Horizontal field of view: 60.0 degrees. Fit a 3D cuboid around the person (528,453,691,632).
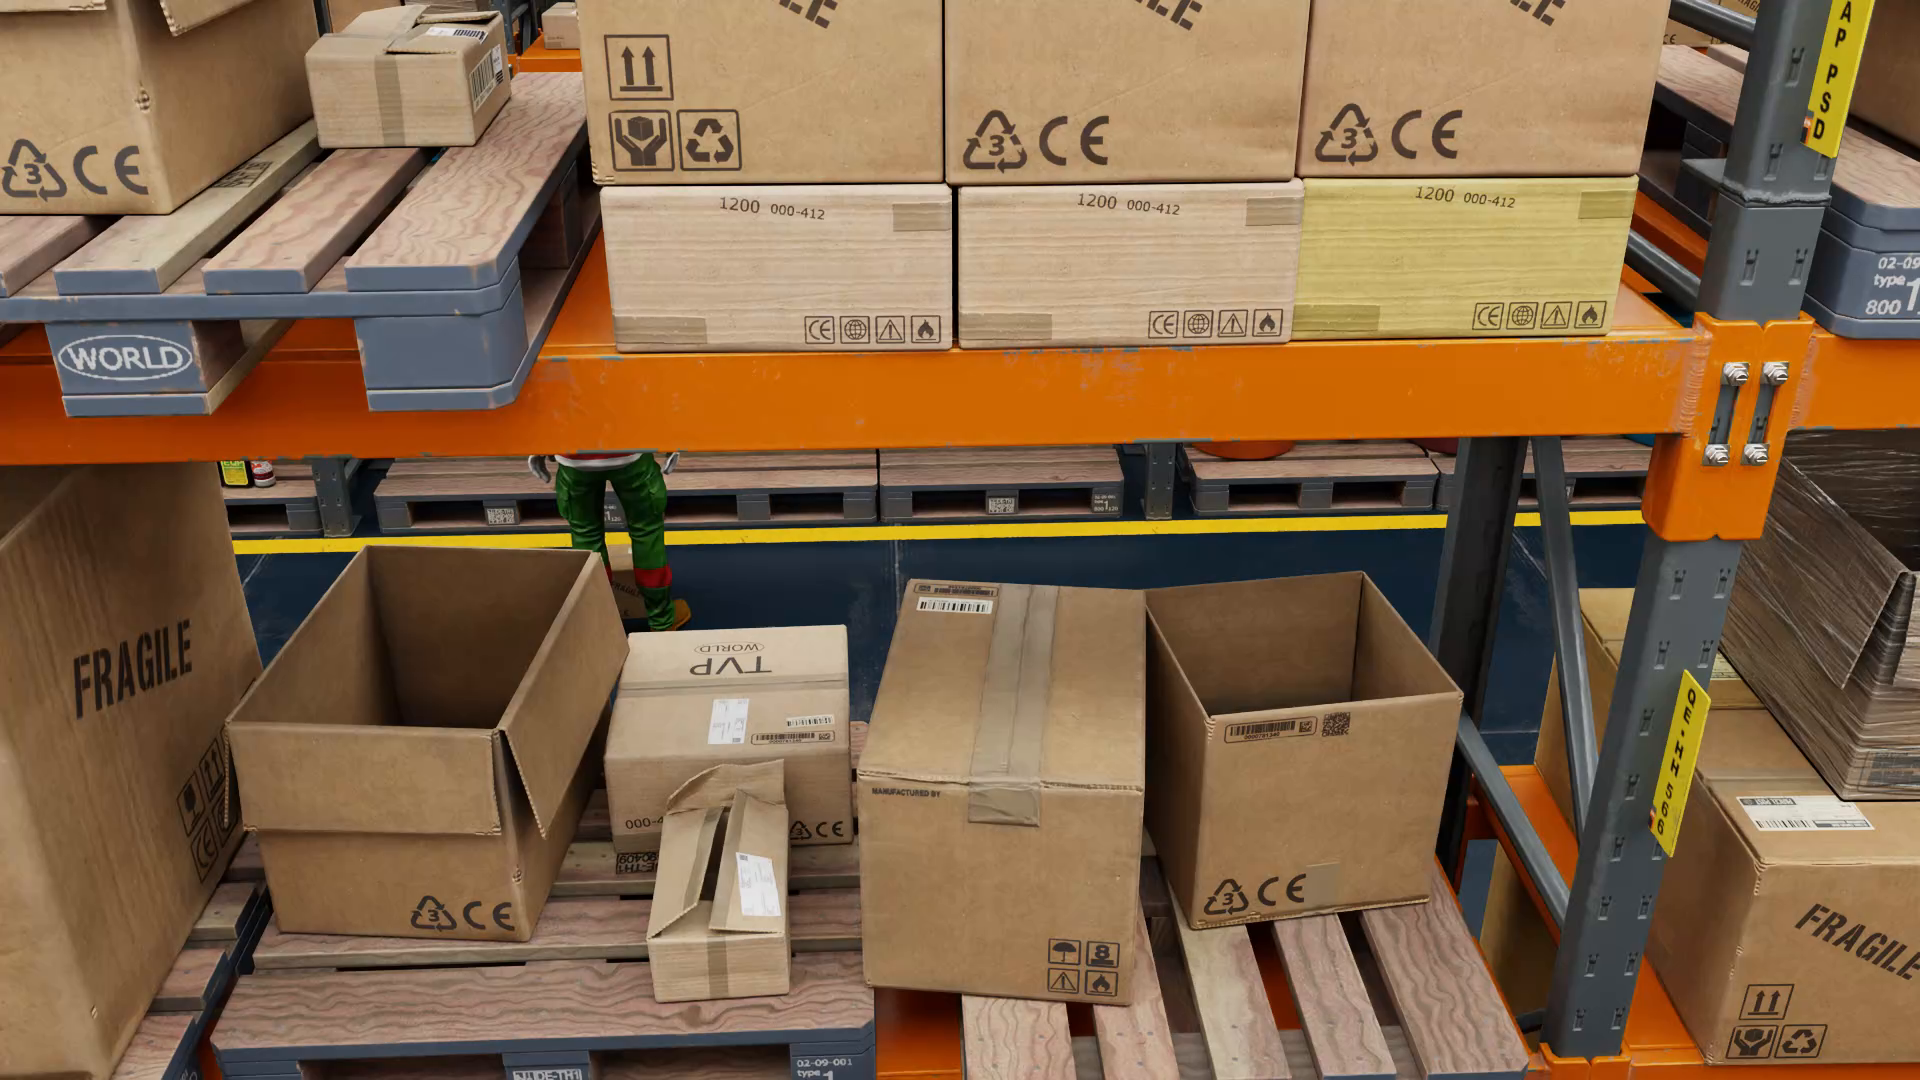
[{"bbox_3d":[-1.474,-0.390,6.860,0.619,1.777,0.448,-3,27,-6],"label":"person"}]
